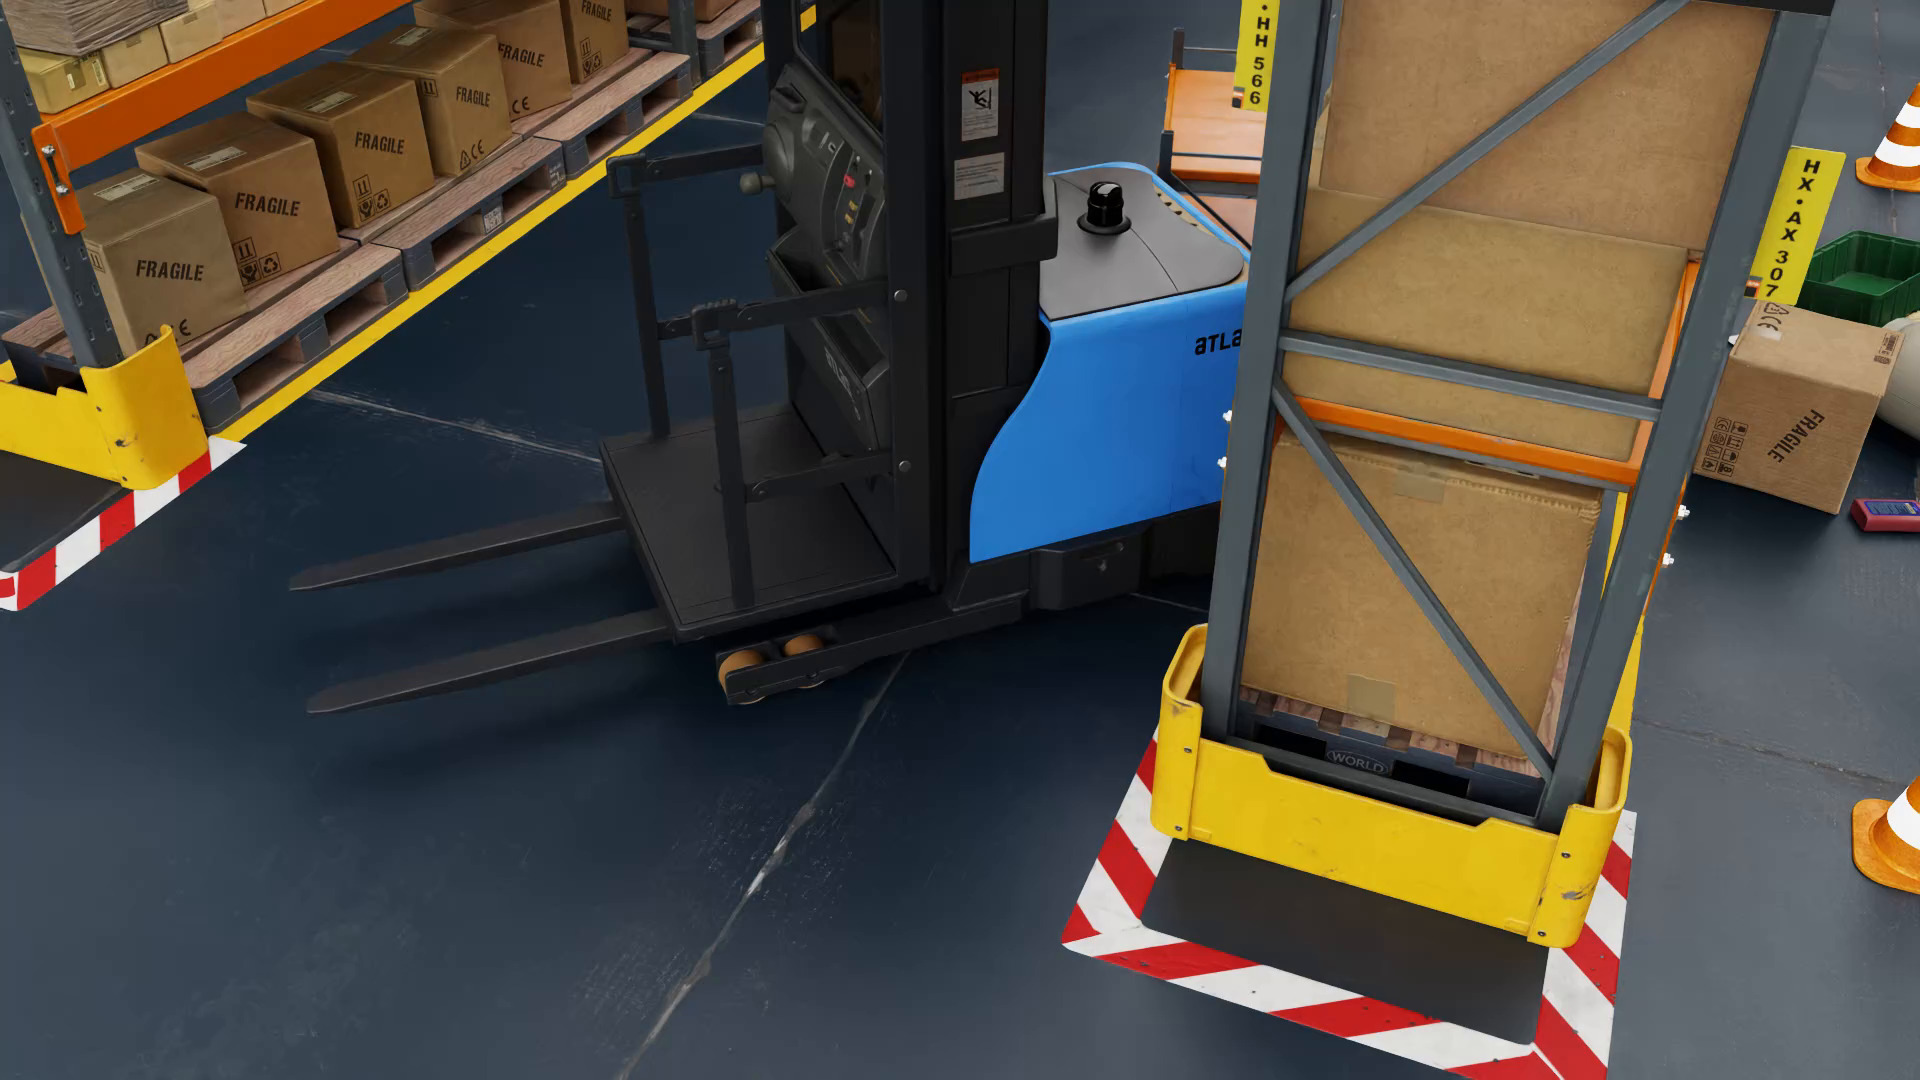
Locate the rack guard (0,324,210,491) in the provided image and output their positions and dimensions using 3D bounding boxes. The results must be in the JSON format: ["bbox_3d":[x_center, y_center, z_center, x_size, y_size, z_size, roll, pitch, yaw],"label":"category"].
[{"bbox_3d":[-3.387,-0.594,6.128,1.175,0.500,0.348,14,39,18],"label":"rack guard"}]

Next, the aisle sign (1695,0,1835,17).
[{"bbox_3d":[1.383,-1.301,2.814,0.394,0.787,0.004,14,39,18],"label":"aisle sign"}]

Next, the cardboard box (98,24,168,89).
[{"bbox_3d":[-2.975,-1.691,5.716,0.380,0.149,0.250,14,39,18],"label":"cardboard box"}]

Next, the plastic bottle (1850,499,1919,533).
[{"bbox_3d":[3.285,-0.084,5.812,0.283,0.061,0.133,1,37,2],"label":"plastic bottle"}]

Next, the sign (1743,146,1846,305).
[{"bbox_3d":[1.643,-0.617,3.280,0.100,0.325,0.005,14,39,18],"label":"sign"}]

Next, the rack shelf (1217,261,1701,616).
[{"bbox_3d":[1.893,-1.187,5.433,1.077,0.370,4.000,14,39,18],"label":"rack shelf"}]

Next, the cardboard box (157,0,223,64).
[{"bbox_3d":[-2.866,-1.826,5.897,0.380,0.149,0.250,14,39,18],"label":"cardboard box"}]

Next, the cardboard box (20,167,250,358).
[{"bbox_3d":[-3.163,-1.063,6.403,0.500,0.500,0.500,21,42,26],"label":"cardboard box"}]

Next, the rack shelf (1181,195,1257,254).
[{"bbox_3d":[1.020,-1.050,6.624,0.538,0.278,1.000,5,37,7],"label":"rack shelf"}]

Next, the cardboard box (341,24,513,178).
[{"bbox_3d":[-2.458,-2.042,7.714,0.500,0.500,0.500,11,38,14],"label":"cardboard box"}]

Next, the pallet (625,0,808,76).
[{"bbox_3d":[-1.600,-3.083,9.698,1.003,0.211,1.213,14,39,18],"label":"pallet"}]

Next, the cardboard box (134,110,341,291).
[{"bbox_3d":[-2.968,-1.401,6.856,0.500,0.500,0.500,25,43,29],"label":"cardboard box"}]

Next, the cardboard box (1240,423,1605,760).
[{"bbox_3d":[1.329,-0.075,4.769,0.875,0.875,0.875,14,39,18],"label":"cardboard box"}]

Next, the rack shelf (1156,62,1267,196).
[{"bbox_3d":[1.020,-1.480,6.302,0.538,0.278,1.000,5,37,7],"label":"rack shelf"}]

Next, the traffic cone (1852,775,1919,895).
[{"bbox_3d":[2.647,0.678,4.457,0.336,0.463,0.334,14,39,18],"label":"traffic cone"}]

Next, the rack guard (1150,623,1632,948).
[{"bbox_3d":[1.123,0.647,4.467,1.175,0.500,0.348,14,39,18],"label":"rack guard"}]

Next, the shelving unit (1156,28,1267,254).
[{"bbox_3d":[1.020,-1.246,6.477,0.538,1.125,1.048,5,37,7],"label":"shelving unit"}]

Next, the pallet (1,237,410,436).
[{"bbox_3d":[-3.046,-0.921,6.805,1.003,0.211,1.213,14,39,18],"label":"pallet"}]

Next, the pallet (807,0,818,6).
[{"bbox_3d":[-1.137,-3.761,10.605,1.003,0.211,1.213,14,39,18],"label":"pallet"}]

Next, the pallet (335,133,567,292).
[{"bbox_3d":[-2.580,-1.594,7.706,1.003,0.211,1.213,14,39,18],"label":"pallet"}]

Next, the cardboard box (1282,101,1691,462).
[{"bbox_3d":[1.231,-0.644,3.980,0.875,0.550,0.550,14,39,18],"label":"cardboard box"}]

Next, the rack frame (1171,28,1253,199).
[{"bbox_3d":[1.093,-1.547,6.880,0.500,1.125,0.032,5,37,7],"label":"rack frame"}]

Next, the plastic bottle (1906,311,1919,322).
[{"bbox_3d":[3.945,-0.909,6.915,0.133,0.061,0.283,-5,37,-6],"label":"plastic bottle"}]

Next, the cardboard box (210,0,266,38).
[{"bbox_3d":[-2.790,-1.969,6.088,0.380,0.149,0.250,14,39,18],"label":"cardboard box"}]

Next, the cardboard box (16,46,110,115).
[{"bbox_3d":[-3.087,-1.556,5.537,0.380,0.149,0.250,14,39,18],"label":"cardboard box"}]

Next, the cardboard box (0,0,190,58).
[{"bbox_3d":[-3.182,-2.011,5.603,0.875,0.500,0.500,14,39,18],"label":"cardboard box"}]

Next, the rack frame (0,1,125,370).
[{"bbox_3d":[-3.416,-1.554,5.323,1.000,3.000,0.127,14,39,18],"label":"rack frame"}]

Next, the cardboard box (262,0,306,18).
[{"bbox_3d":[-2.688,-2.105,6.271,0.380,0.149,0.250,14,39,18],"label":"cardboard box"}]

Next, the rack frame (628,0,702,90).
[{"bbox_3d":[-1.894,-3.768,8.286,1.000,3.000,0.127,14,39,18],"label":"rack frame"}]

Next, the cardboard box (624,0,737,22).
[{"bbox_3d":[-1.641,-3.278,9.351,0.700,0.500,0.500,11,38,14],"label":"cardboard box"}]

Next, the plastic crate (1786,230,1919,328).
[{"bbox_3d":[3.799,-1.085,6.996,0.662,0.188,0.450,-25,33,-29],"label":"plastic crate"}]

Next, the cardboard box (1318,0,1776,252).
[{"bbox_3d":[1.309,-1.057,3.631,0.875,0.550,0.550,14,39,18],"label":"cardboard box"}]

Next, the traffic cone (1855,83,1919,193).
[{"bbox_3d":[4.561,-1.965,7.992,0.336,0.463,0.334,14,39,18],"label":"traffic cone"}]

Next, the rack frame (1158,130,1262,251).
[{"bbox_3d":[0.946,-0.945,6.074,0.500,1.125,0.032,5,37,7],"label":"rack frame"}]

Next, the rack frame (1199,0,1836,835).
[{"bbox_3d":[1.132,-0.368,3.737,1.000,3.000,0.127,14,39,18],"label":"rack frame"}]

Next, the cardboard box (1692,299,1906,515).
[{"bbox_3d":[3.012,-0.489,5.985,0.500,0.500,0.500,21,42,25],"label":"cardboard box"}]

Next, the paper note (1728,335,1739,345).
[{"bbox_3d":[3.236,-0.815,6.814,0.147,0.020,0.142,-11,38,-14],"label":"paper note"}]

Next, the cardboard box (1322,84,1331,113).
[{"bbox_3d":[1.420,-0.953,4.394,0.875,0.550,0.550,14,39,18],"label":"cardboard box"}]

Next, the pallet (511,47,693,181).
[{"bbox_3d":[-2.117,-2.271,8.613,1.003,0.211,1.213,14,39,18],"label":"pallet"}]

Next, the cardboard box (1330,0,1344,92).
[{"bbox_3d":[1.433,-1.383,4.067,0.875,0.550,0.550,14,39,18],"label":"cardboard box"}]

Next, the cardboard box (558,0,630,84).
[{"bbox_3d":[-2.084,-2.723,8.625,0.500,0.500,0.500,13,39,16],"label":"cardboard box"}]

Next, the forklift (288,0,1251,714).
[{"bbox_3d":[-0.578,-1.032,4.683,3.031,2.935,1.130,-14,39,-18],"label":"forklift"}]

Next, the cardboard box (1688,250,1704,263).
[{"bbox_3d":[1.750,-1.235,4.771,0.875,0.550,0.550,14,39,18],"label":"cardboard box"}]

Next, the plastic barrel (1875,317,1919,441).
[{"bbox_3d":[3.641,-0.573,6.163,0.421,0.421,0.512,-17,40,-22],"label":"plastic barrel"}]

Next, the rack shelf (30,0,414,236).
[{"bbox_3d":[-2.655,-2.373,7.020,1.077,0.370,4.000,14,39,18],"label":"rack shelf"}]

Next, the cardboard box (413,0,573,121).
[{"bbox_3d":[-2.294,-2.404,8.198,0.500,0.500,0.500,27,45,32],"label":"cardboard box"}]

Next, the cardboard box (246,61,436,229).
[{"bbox_3d":[-2.712,-1.744,7.314,0.500,0.500,0.500,18,40,22],"label":"cardboard box"}]

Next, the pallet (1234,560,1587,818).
[{"bbox_3d":[1.364,0.289,5.188,1.003,0.211,1.213,14,39,18],"label":"pallet"}]

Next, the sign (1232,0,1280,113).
[{"bbox_3d":[0.636,-1.058,3.495,0.100,0.325,0.005,14,39,18],"label":"sign"}]
